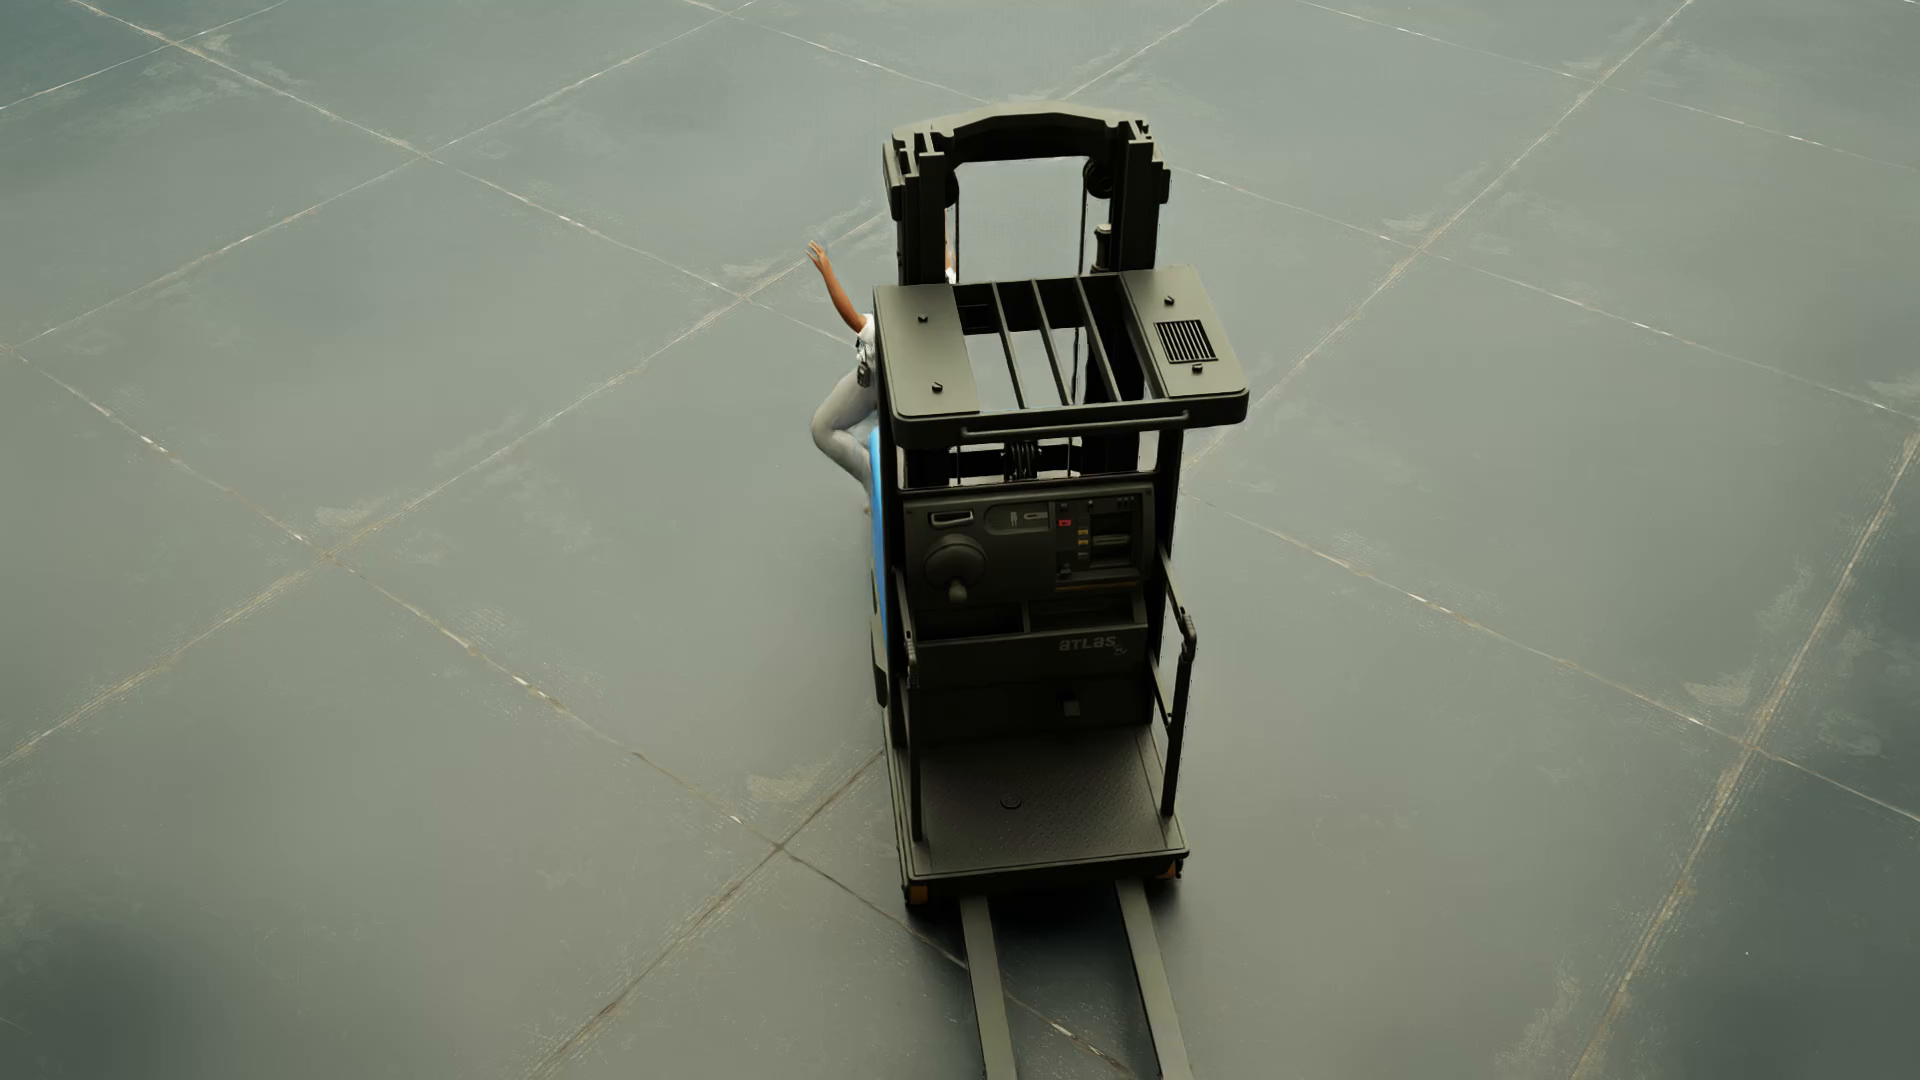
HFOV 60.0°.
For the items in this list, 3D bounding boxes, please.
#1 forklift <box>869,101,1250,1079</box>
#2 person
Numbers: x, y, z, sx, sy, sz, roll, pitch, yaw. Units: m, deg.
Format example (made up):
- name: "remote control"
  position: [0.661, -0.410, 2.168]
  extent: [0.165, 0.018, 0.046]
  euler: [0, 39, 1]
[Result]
- name: "forklift"
  position: [0.288, 0.092, 5.967]
  extent: [1.130, 2.935, 3.031]
  euler: [-5, 41, -6]
- name: "person"
  position: [-0.246, -0.856, 8.113]
  extent: [0.727, 1.583, 0.911]
  euler: [29, 48, 30]
